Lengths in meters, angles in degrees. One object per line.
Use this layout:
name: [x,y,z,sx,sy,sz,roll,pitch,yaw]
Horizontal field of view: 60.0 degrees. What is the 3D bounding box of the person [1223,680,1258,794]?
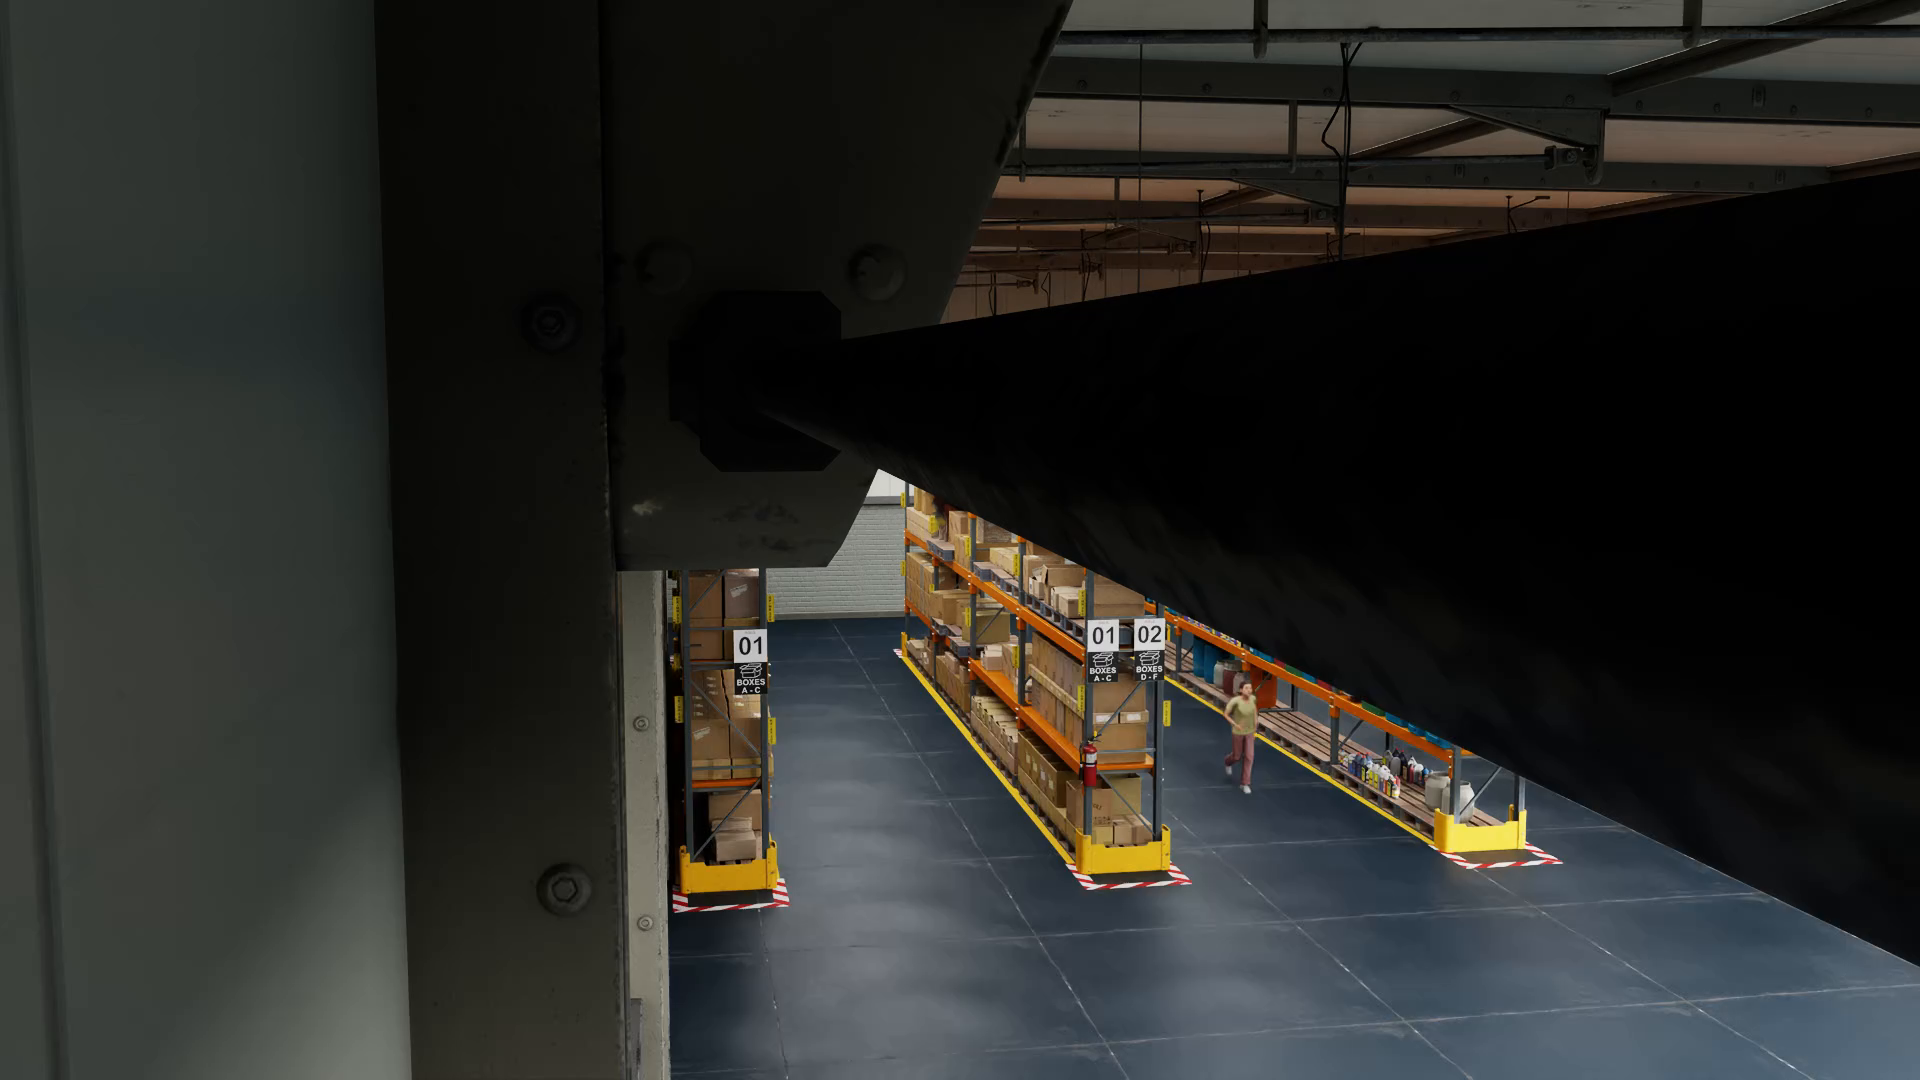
person: [4.246,2.918,25.083,0.602,1.660,0.921,-2,6,-17]
